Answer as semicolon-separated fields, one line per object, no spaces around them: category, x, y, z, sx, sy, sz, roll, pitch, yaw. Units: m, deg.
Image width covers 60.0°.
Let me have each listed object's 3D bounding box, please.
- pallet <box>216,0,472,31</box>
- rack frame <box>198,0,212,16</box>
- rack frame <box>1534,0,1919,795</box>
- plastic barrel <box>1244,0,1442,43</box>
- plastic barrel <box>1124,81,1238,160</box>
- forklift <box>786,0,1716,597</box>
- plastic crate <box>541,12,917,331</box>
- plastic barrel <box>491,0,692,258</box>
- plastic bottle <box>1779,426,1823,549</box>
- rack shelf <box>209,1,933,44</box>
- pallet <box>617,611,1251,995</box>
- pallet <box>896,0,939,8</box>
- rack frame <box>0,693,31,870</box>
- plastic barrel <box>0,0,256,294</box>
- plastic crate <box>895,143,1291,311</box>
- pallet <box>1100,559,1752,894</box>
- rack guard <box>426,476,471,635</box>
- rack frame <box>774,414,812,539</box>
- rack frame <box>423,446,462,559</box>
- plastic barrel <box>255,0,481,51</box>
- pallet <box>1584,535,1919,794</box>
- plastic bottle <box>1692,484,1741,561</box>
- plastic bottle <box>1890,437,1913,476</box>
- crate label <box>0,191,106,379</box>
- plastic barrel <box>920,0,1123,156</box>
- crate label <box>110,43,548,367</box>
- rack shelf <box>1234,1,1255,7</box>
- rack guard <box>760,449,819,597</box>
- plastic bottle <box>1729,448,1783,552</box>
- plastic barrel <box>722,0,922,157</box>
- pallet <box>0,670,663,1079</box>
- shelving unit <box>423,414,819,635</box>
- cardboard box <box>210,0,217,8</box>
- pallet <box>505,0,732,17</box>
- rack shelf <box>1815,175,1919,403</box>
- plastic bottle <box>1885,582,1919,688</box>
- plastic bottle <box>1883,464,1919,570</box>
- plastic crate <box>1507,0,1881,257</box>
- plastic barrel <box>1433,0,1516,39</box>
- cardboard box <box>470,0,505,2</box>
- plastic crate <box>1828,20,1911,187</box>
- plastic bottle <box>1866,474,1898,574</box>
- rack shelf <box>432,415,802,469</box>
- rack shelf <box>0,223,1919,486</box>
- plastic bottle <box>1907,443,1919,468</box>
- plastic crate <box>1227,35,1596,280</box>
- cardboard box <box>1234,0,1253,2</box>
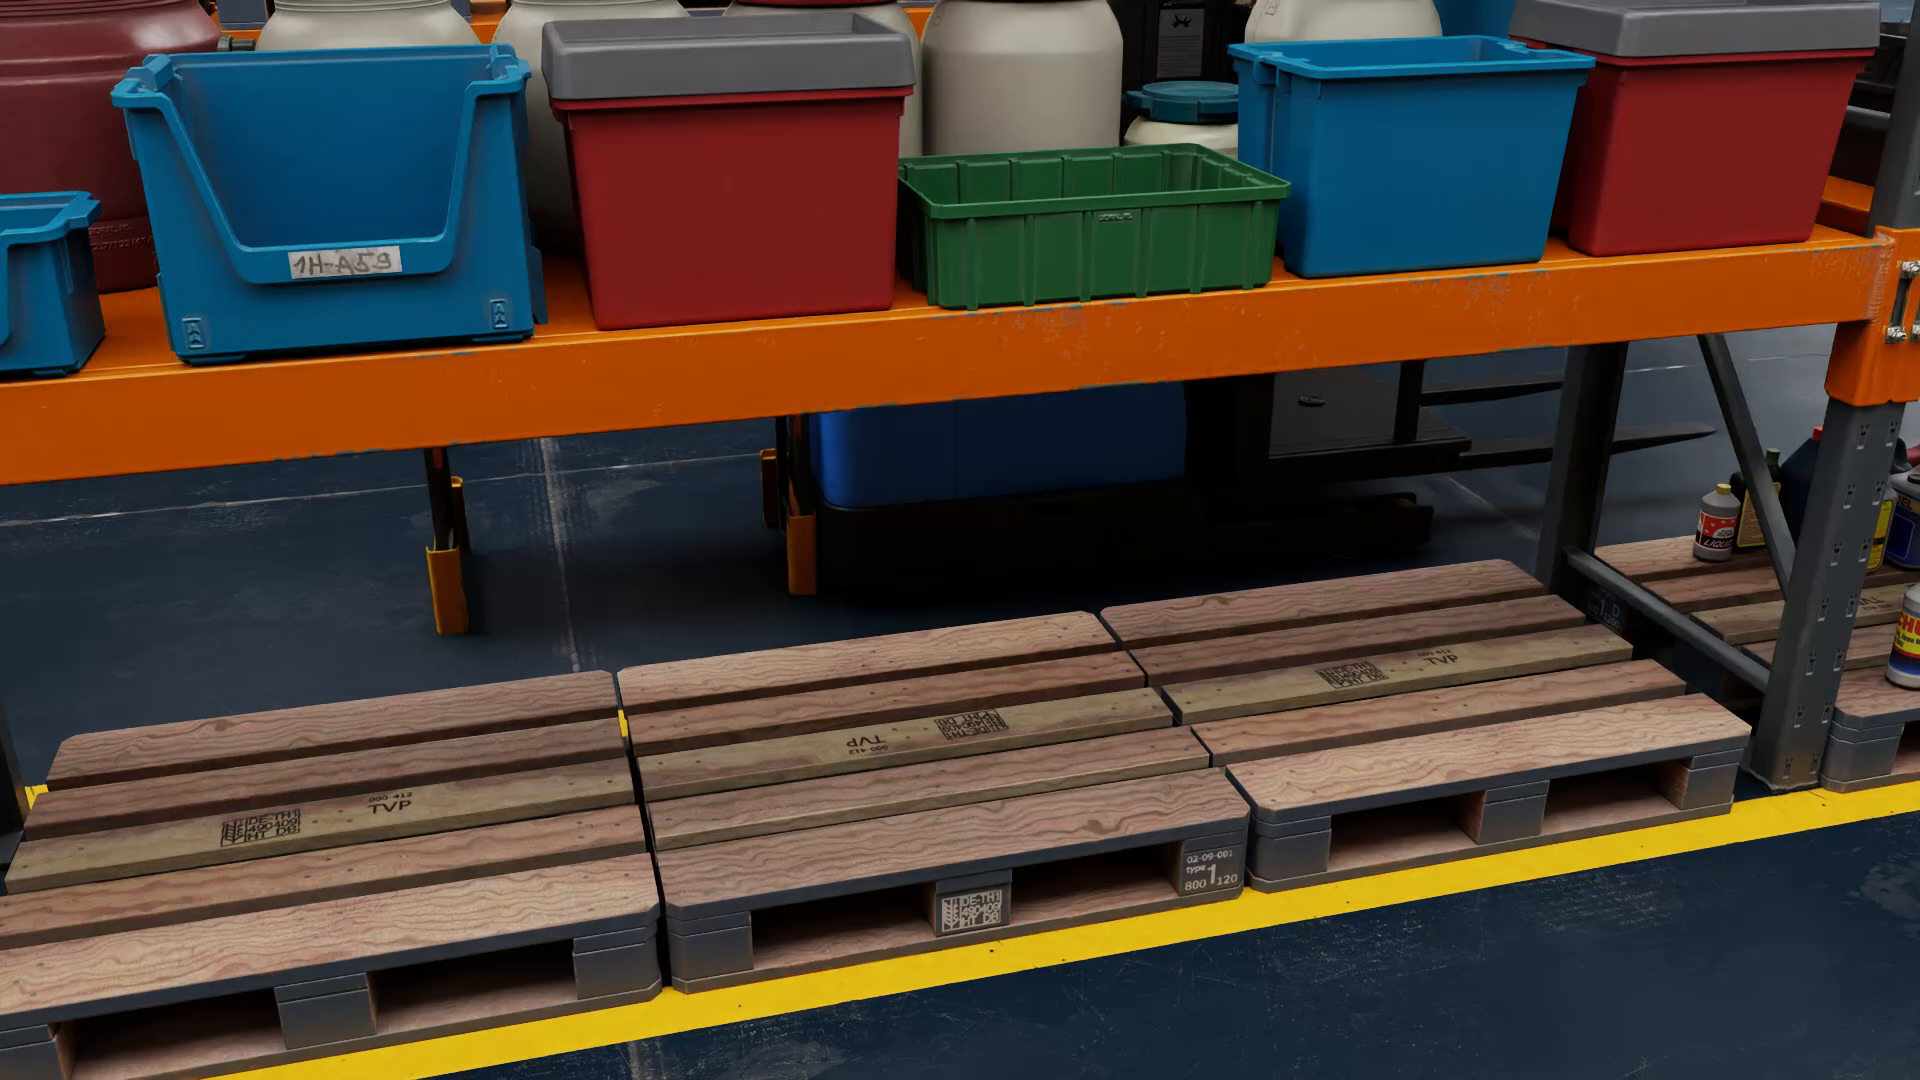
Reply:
pallet;-2.717;-2.464;7.432;1.003;0.211;1.213;-6;24;-14
rack frame;-3.375;-2.436;7.123;0.127;3.000;1.000;-6;24;-14
rack frame;1.815;-0.981;3.733;0.127;3.000;1.000;-6;24;-14
plastic barrel;0.834;-1.025;3.663;0.433;0.535;0.433;0;23;0
plastic barrel;0.499;-0.835;3.568;0.301;0.262;0.301;0;23;0
forklift;0.969;-1.483;4.989;3.031;2.935;1.130;-6;24;-13
plastic crate;-0.398;-0.641;2.858;0.583;0.464;0.402;-6;24;-14
plastic barrel;-0.698;-0.842;3.267;0.421;0.512;0.421;0;23;0
plastic bottle;2.357;-0.144;4.584;0.185;0.351;0.144;-7;24;-16
rack shelf;-1.449;-2.318;7.761;4.000;0.370;1.077;-6;24;-14
pallet;-0.108;0.530;3.748;1.213;0.211;1.003;-6;24;-14
pallet;-0.298;-2.747;8.092;1.213;0.211;1.003;-6;24;-14
rack frame;-2.037;-0.555;2.740;0.127;3.000;1.000;-6;24;-14
plastic barrel;-1.672;-0.782;3.097;0.708;0.536;0.600;-6;24;-14
plastic crate;0.214;-0.591;3.093;0.662;0.188;0.450;-6;24;-14
pallet;1.069;0.398;4.054;1.213;0.211;1.003;-6;24;-14
rack guard;-1.488;0.035;4.851;0.087;0.250;0.587;-6;24;-13
rack frame;-0.505;-0.639;4.838;0.032;1.500;0.500;-6;24;-13
rack frame;-1.489;-0.539;4.604;0.032;1.500;0.500;-6;24;-13
plastic barrel;-1.104;-0.797;3.162;0.421;0.512;0.421;0;23;0
pallet;2.473;0.244;4.413;1.213;0.211;1.003;-6;24;-14
plastic bottle;2.080;-0.055;4.564;0.097;0.201;0.097;0;23;0
plastic bottle;2.542;-0.165;4.631;0.185;0.351;0.144;-8;24;-17
crate label;-1.530;-0.381;2.546;0.416;0.233;0.303;-6;24;-14
plastic barrel;0.128;-0.947;3.481;0.433;0.535;0.433;0;23;0
crate label;-1.007;-0.575;2.740;0.616;0.435;0.502;-6;24;-14
rack shelf;2.402;-2.744;8.754;4.000;0.370;1.077;-6;24;-14
rack guard;-0.524;-0.063;5.080;0.087;0.250;0.587;-6;24;-13
plastic bottle;2.189;-0.112;4.593;0.133;0.283;0.061;-5;24;-12
plastic barrel;-0.289;-0.901;3.373;0.433;0.535;0.433;0;23;0
pallet;-1.280;0.658;3.448;1.213;0.211;1.003;-6;24;-14
shelving unit;-1.006;-0.588;4.719;1.083;1.500;0.587;-6;24;-13
cardboard box;-5.205;-3.546;11.397;0.500;0.250;0.500;-7;24;-16
pallet;-1.480;-2.574;7.688;1.213;0.211;1.003;-6;24;-14
rack shelf;3.740;-0.864;4.371;4.000;0.370;1.077;-6;24;-14
plastic bottle;2.240;0.203;3.876;0.097;0.271;0.097;0;23;0
plastic bottle;2.606;-0.077;4.521;0.135;0.276;0.152;-6;24;-14
plastic crate;1.431;-0.843;3.330;0.583;0.464;0.402;-6;24;-14
plastic barrel;1.361;-1.286;3.806;0.708;0.901;0.600;-6;24;-14
cardboard box;-3.166;-3.614;12.189;0.750;0.750;1.050;-6;24;-14
plastic crate;2.353;-0.960;3.763;0.504;0.338;0.767;-6;24;-14
plastic bottle;2.396;-0.090;4.456;0.185;0.351;0.144;-6;24;-14
rack shelf;-0.997;-0.424;4.792;1.000;0.185;0.538;-6;24;-13
rack shelf;-0.111;-0.438;3.378;4.000;0.370;1.077;-6;24;-14
plastic bottle;2.687;-0.167;4.722;0.133;0.283;0.061;-5;24;-11
plastic crate;0.837;-0.738;3.187;0.575;0.384;0.392;-6;24;-14
cardboard box;1.242;-2.714;8.089;0.250;0.149;0.380;-6;24;-14
